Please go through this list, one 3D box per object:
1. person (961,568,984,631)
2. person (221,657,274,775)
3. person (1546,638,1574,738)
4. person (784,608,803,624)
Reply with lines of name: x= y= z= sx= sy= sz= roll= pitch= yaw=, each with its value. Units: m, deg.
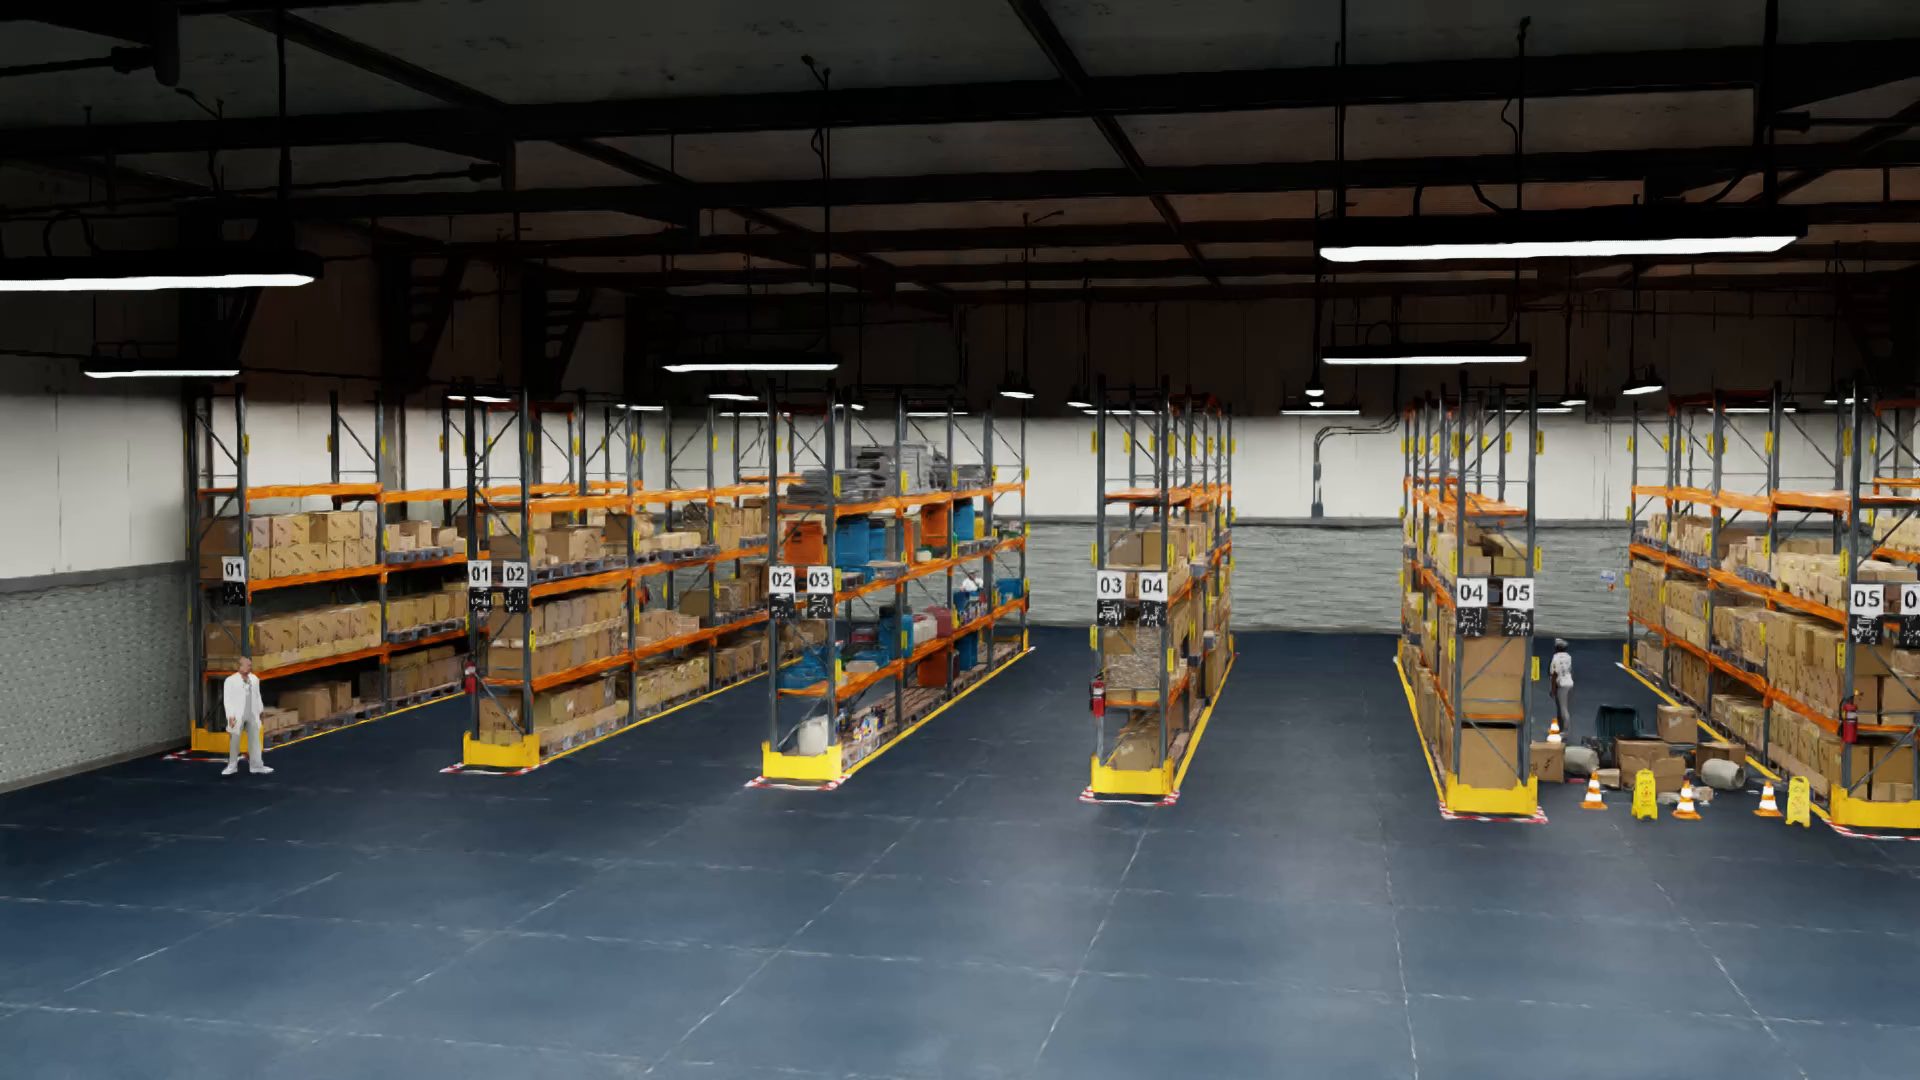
person: x=0.352 y=1.599 z=44.670 sx=0.682 sy=1.711 sz=0.536 roll=1 pitch=3 yaw=11
person: x=-10.864 y=2.663 z=25.211 sx=0.527 sy=1.780 sz=0.677 roll=3 pitch=4 yaw=41
person: x=10.275 y=2.526 z=28.500 sx=0.551 sy=1.665 sz=0.574 roll=3 pitch=5 yaw=45
person: x=-4.356 y=1.679 z=43.549 sx=0.606 sy=1.647 sz=0.555 roll=-3 pitch=4 yaw=-41
